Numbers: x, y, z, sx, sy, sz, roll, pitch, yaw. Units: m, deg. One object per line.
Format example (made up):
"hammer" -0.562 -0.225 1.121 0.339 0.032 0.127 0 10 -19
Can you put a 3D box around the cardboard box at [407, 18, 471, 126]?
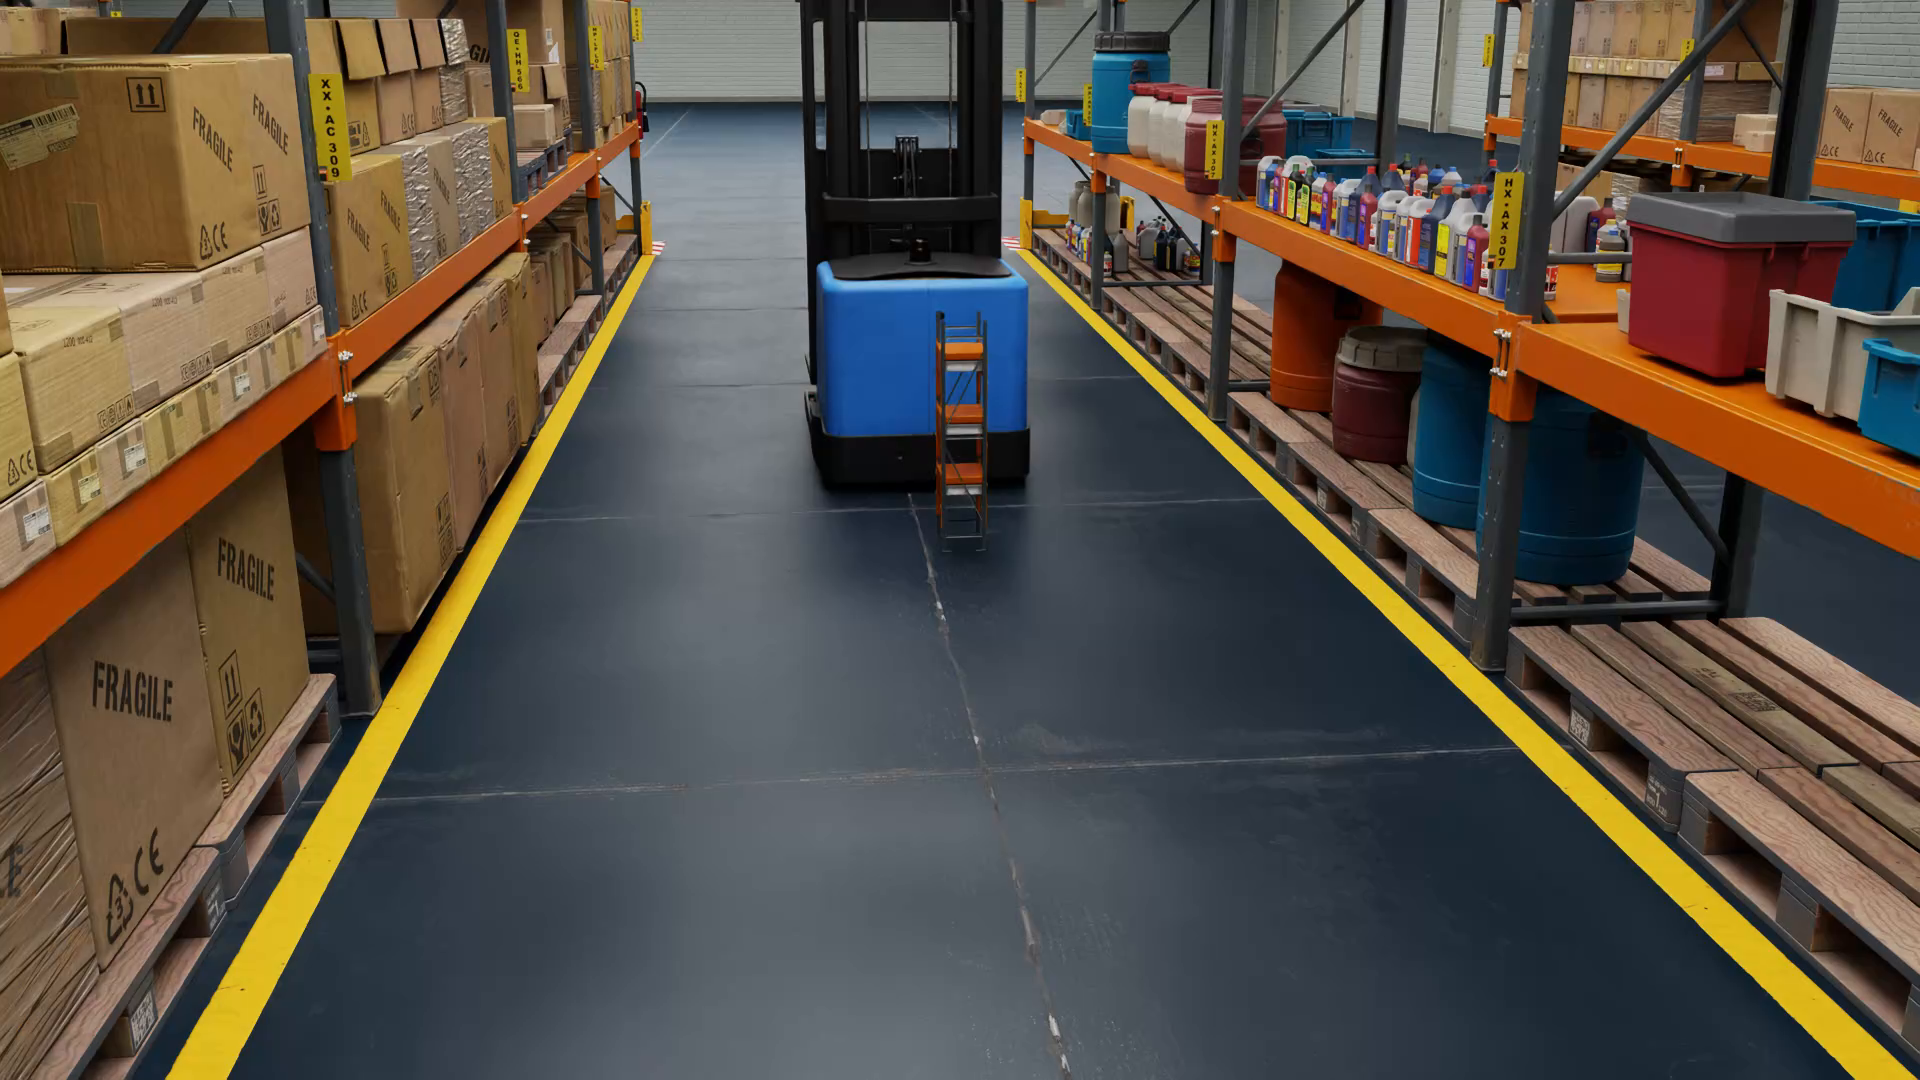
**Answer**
"cardboard box" -2.871 -2.319 8.215 0.797 0.503 0.637 -1 17 -4

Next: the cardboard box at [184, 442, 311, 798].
"cardboard box" -2.529 0.193 4.901 0.875 0.875 0.875 -2 18 -6

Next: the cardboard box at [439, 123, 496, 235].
"cardboard box" -2.587 -1.771 8.143 0.500 0.500 0.500 -2 18 -6

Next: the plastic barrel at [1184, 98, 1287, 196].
"plastic barrel" 1.647 -2.358 9.953 0.600 0.536 0.708 -2 18 -6

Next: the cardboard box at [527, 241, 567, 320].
"cardboard box" -3.271 -1.894 12.141 0.700 0.500 0.500 -2 18 -6

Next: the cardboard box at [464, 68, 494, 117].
"cardboard box" -3.183 -2.582 10.026 0.700 0.500 0.500 1 17 3

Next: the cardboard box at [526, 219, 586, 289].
"cardboard box" -3.344 -2.331 13.567 0.500 0.500 0.500 -2 18 -7

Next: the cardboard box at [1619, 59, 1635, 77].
"cardboard box" 6.167 -4.243 14.934 0.380 0.149 0.250 -2 18 -6

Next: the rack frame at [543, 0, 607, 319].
"rack frame" -3.343 -3.203 12.872 1.000 3.000 0.127 -2 18 -6

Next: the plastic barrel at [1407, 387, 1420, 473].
"plastic barrel" 2.327 -0.531 7.812 0.421 0.512 0.421 0 17 0

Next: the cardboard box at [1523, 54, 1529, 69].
"cardboard box" 5.954 -4.855 16.883 0.380 0.149 0.250 -2 18 -7

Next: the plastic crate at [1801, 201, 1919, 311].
"plastic crate" 2.796 -0.865 5.351 0.392 0.384 0.575 -2 18 -6

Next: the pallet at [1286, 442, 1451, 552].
"pallet" 2.242 -0.238 8.082 1.003 0.211 1.213 -2 18 -6

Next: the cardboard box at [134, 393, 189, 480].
"cardboard box" -2.028 -0.236 3.841 0.380 0.149 0.250 -2 18 -7

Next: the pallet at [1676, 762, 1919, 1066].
"pallet" 2.652 0.940 4.331 1.003 0.211 1.213 -2 18 -6

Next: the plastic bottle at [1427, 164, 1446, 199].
"plastic bottle" 2.500 -1.834 8.726 0.097 0.271 0.097 0 17 0

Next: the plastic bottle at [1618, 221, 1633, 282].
"plastic bottle" 2.702 -1.172 6.610 0.152 0.276 0.135 -2 18 -6

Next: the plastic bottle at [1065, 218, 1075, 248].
"plastic bottle" 1.048 -2.906 15.747 0.097 0.271 0.097 0 17 0

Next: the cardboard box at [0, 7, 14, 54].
"cardboard box" -8.382 -4.103 13.685 0.875 0.550 0.550 -2 18 -6

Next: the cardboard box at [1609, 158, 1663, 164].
"cardboard box" 6.567 -3.498 16.449 0.500 0.500 0.500 -2 18 -6

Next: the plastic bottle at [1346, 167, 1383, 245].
"plastic bottle" 1.875 -1.541 7.660 0.144 0.351 0.185 -2 18 -6

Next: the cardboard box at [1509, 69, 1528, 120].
"cardboard box" 6.134 -4.608 17.180 0.700 0.500 0.500 -2 18 -6

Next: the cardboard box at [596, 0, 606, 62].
"cardboard box" -3.190 -4.161 13.589 0.500 0.500 0.500 -2 18 -6

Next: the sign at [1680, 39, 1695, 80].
"sign" 5.959 -3.941 13.646 0.100 0.325 0.005 -2 18 -6

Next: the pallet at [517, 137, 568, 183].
"pallet" -3.175 -2.508 10.979 1.003 0.211 1.213 -2 18 -6

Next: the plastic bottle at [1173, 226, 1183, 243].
"plastic bottle" 1.913 -2.555 14.497 0.144 0.351 0.185 -1 17 -4

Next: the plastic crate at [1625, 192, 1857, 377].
"plastic crate" 2.251 -0.758 4.877 0.402 0.464 0.583 -2 18 -6

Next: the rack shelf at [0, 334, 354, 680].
"rack shelf" -2.312 0.120 3.490 1.077 0.370 4.000 -2 18 -6

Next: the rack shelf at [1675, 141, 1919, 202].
"rack shelf" 6.717 -2.569 12.053 1.077 0.370 4.000 -2 18 -6

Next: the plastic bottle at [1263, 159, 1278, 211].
"plastic bottle" 1.704 -1.929 9.027 0.097 0.271 0.097 0 17 0

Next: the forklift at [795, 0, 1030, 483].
"forklift" -0.344 -2.080 9.410 1.130 2.935 3.031 -2 18 -7

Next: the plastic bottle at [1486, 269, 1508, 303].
"plastic bottle" 2.046 -1.021 6.128 0.152 0.276 0.135 -2 18 -6

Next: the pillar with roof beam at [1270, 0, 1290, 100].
"pillar with roof beam" 4.582 -16.339 44.699 9.100 9.000 0.400 -2 18 -6

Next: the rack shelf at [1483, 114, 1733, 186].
"rack shelf" 6.305 -3.761 15.849 1.077 0.370 4.000 -2 18 -6

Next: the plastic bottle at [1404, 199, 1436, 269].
"plastic bottle" 1.957 -1.280 6.953 0.152 0.276 0.135 -2 18 -6

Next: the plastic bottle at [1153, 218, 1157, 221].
"plastic bottle" 1.827 -2.894 15.687 0.061 0.283 0.133 -1 17 -4

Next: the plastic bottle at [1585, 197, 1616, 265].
"plastic bottle" 2.704 -1.304 7.018 0.061 0.283 0.133 -2 18 -6

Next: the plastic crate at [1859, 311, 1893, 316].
"plastic crate" 2.791 -0.545 4.764 0.437 0.125 0.590 -2 18 -6

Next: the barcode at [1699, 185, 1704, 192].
"barcode" 6.123 -2.894 13.725 0.001 0.075 0.075 -2 18 -6

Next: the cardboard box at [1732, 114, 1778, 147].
"cardboard box" 6.605 -3.291 13.403 0.500 0.250 0.500 -1 17 -2

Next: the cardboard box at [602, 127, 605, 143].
"cardboard box" -3.167 -3.379 13.852 0.380 0.149 0.250 -2 18 -6

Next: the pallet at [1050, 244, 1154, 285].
"pallet" 1.427 -2.591 15.579 1.003 0.211 1.213 -2 18 -6

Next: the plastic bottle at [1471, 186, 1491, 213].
"plastic bottle" 2.113 -1.272 6.804 0.144 0.351 0.185 -2 18 -6

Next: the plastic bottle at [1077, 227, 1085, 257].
"plastic bottle" 1.115 -2.714 15.134 0.097 0.271 0.097 0 17 0

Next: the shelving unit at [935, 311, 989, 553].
"shelving unit" 0.006 -0.485 7.469 0.215 1.050 0.252 -2 18 -6

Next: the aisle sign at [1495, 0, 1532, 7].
"aisle sign" 5.787 -5.950 17.282 0.394 0.787 0.004 -2 18 -6

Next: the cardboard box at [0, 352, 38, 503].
"cardboard box" -1.995 -0.154 2.914 0.500 0.250 0.500 -2 18 -7

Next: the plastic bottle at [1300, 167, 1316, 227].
"plastic bottle" 1.759 -1.722 8.349 0.061 0.283 0.133 -2 18 -6

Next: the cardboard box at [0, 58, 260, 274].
"cardboard box" -2.157 -0.970 4.260 0.500 0.500 0.500 -2 18 -5

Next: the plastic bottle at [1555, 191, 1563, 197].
"plastic bottle" 2.620 -1.408 7.361 0.152 0.276 0.135 -2 18 -6

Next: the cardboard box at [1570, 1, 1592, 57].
"cardboard box" 6.252 -4.904 15.958 0.700 0.500 0.500 -2 18 -5

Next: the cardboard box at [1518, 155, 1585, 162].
"cardboard box" 5.986 -3.630 16.871 0.500 0.500 0.500 -2 18 -6

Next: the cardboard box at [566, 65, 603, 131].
"cardboard box" -3.328 -3.529 13.245 0.875 0.500 0.500 -2 18 -6

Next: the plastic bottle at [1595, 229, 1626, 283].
"plastic bottle" 2.580 -1.127 6.591 0.097 0.201 0.097 0 17 0

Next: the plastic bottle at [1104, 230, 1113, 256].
"plastic bottle" 1.230 -2.485 14.273 0.144 0.351 0.185 -2 18 -7

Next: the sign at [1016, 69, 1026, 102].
"sign" 0.623 -4.664 17.064 0.100 0.325 0.005 -2 18 -6
